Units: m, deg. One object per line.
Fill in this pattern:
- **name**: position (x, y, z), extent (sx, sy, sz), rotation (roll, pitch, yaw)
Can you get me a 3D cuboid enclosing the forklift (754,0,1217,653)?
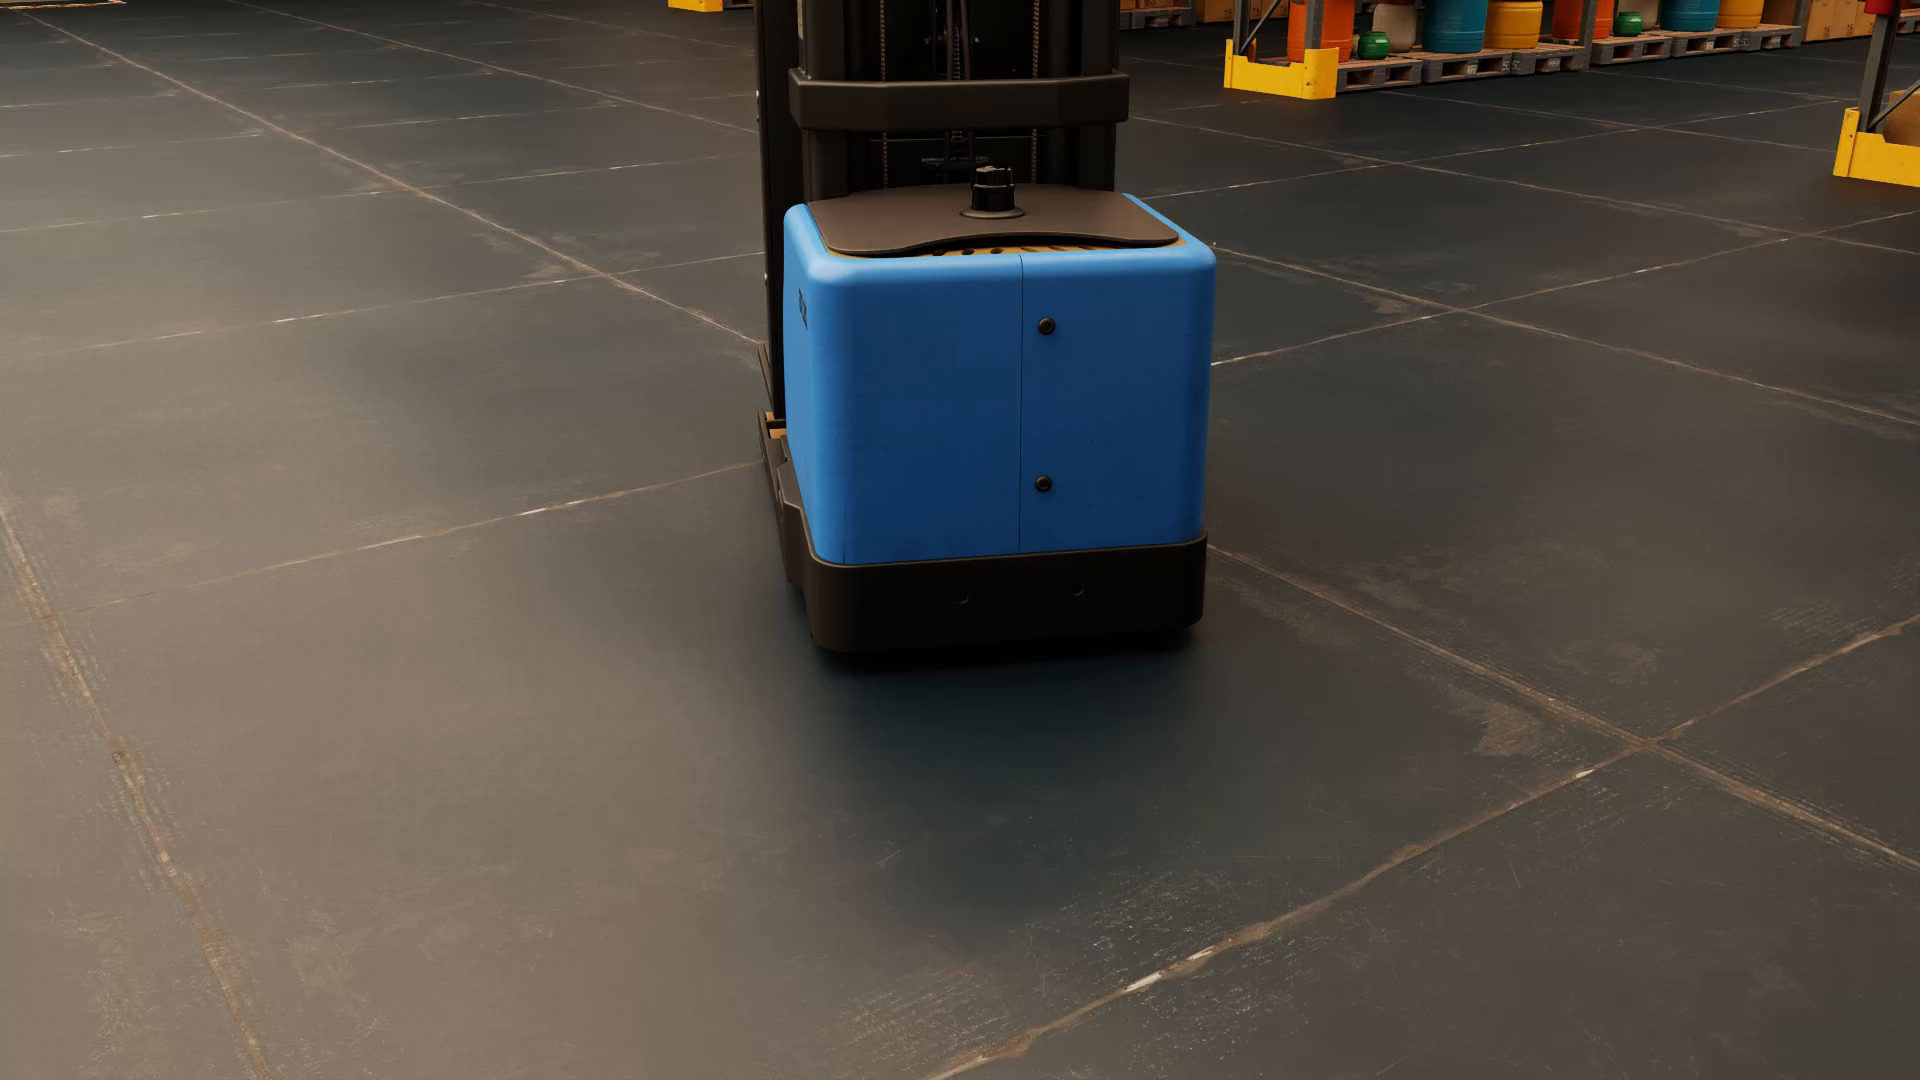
- **forklift**: position (-0.108, -1.590, 5.183), extent (1.130, 2.935, 3.031), rotation (-4, 22, -9)
